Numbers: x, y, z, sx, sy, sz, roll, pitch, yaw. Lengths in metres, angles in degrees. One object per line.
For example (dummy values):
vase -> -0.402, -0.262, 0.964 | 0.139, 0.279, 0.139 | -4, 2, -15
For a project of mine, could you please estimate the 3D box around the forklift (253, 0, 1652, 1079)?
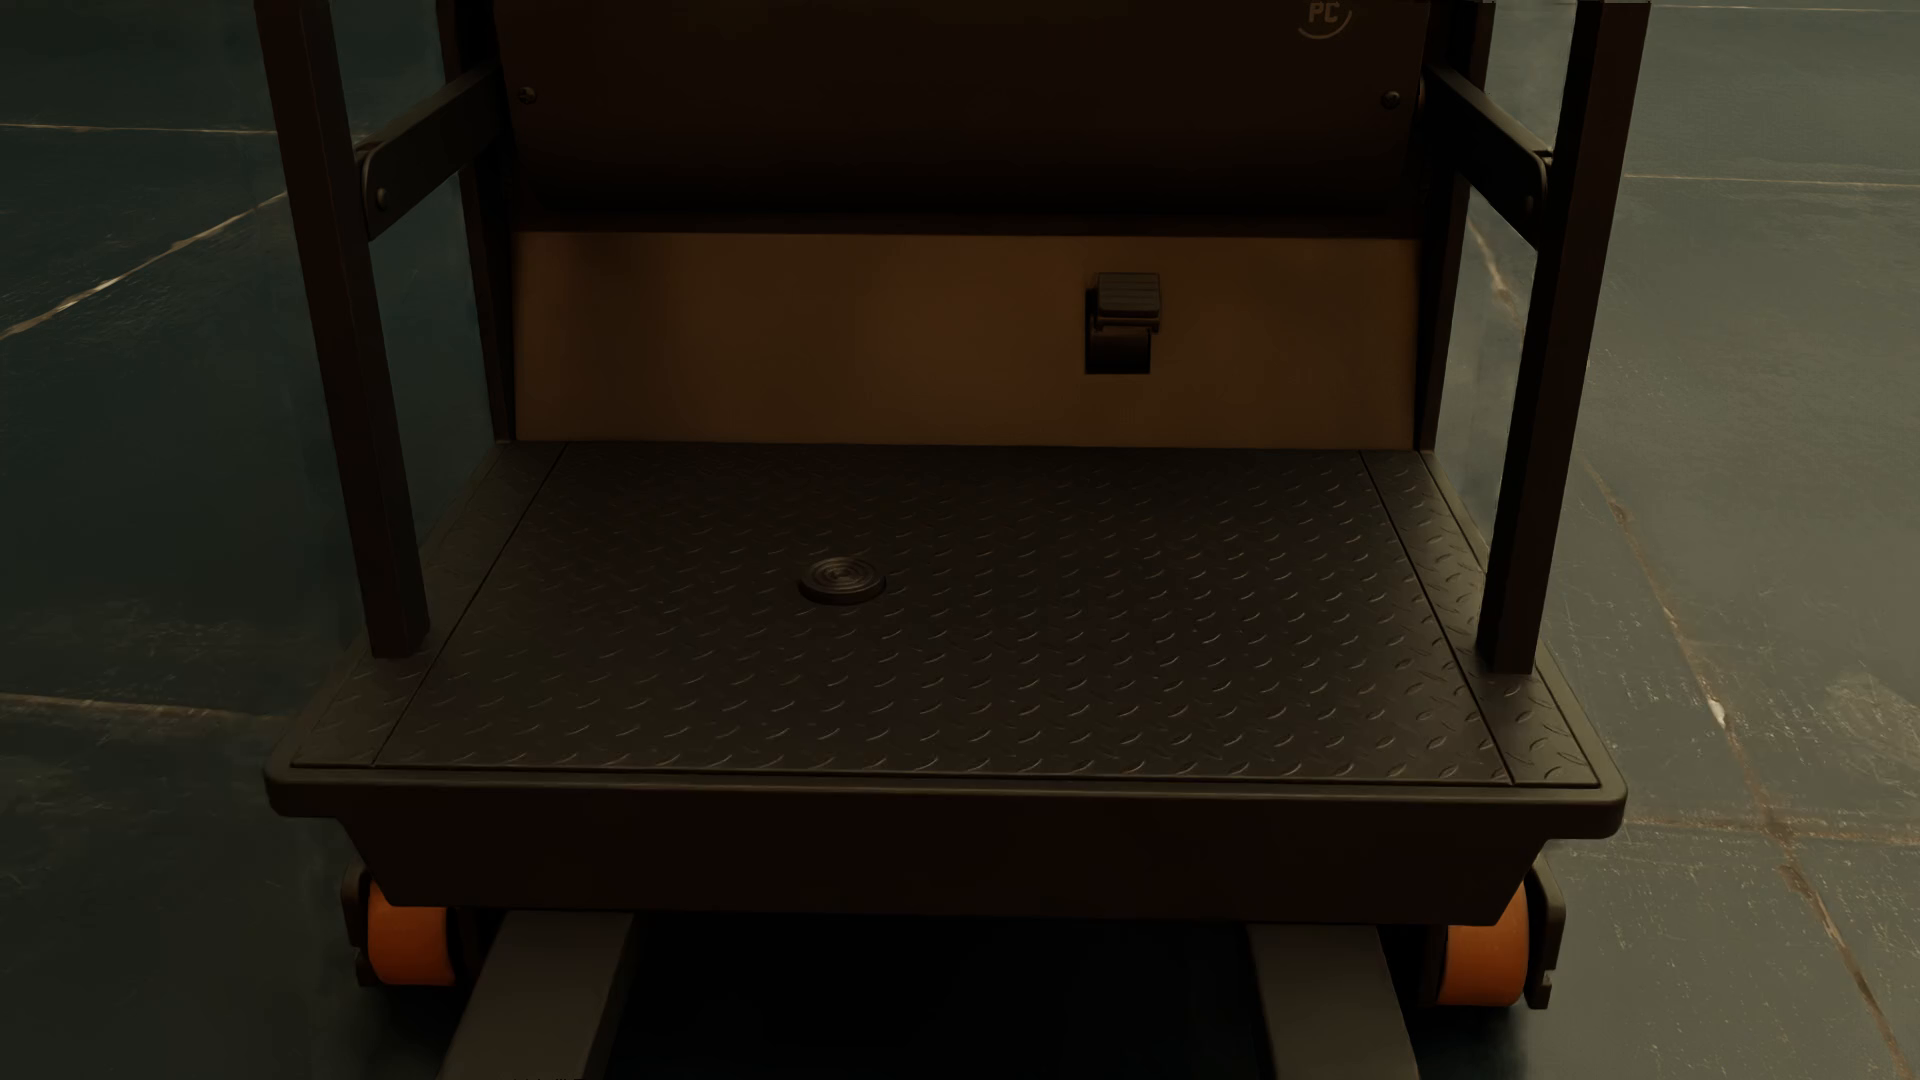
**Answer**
forklift -> -0.004, -1.007, 1.236 | 1.130, 2.935, 3.031 | 1, 27, 1
